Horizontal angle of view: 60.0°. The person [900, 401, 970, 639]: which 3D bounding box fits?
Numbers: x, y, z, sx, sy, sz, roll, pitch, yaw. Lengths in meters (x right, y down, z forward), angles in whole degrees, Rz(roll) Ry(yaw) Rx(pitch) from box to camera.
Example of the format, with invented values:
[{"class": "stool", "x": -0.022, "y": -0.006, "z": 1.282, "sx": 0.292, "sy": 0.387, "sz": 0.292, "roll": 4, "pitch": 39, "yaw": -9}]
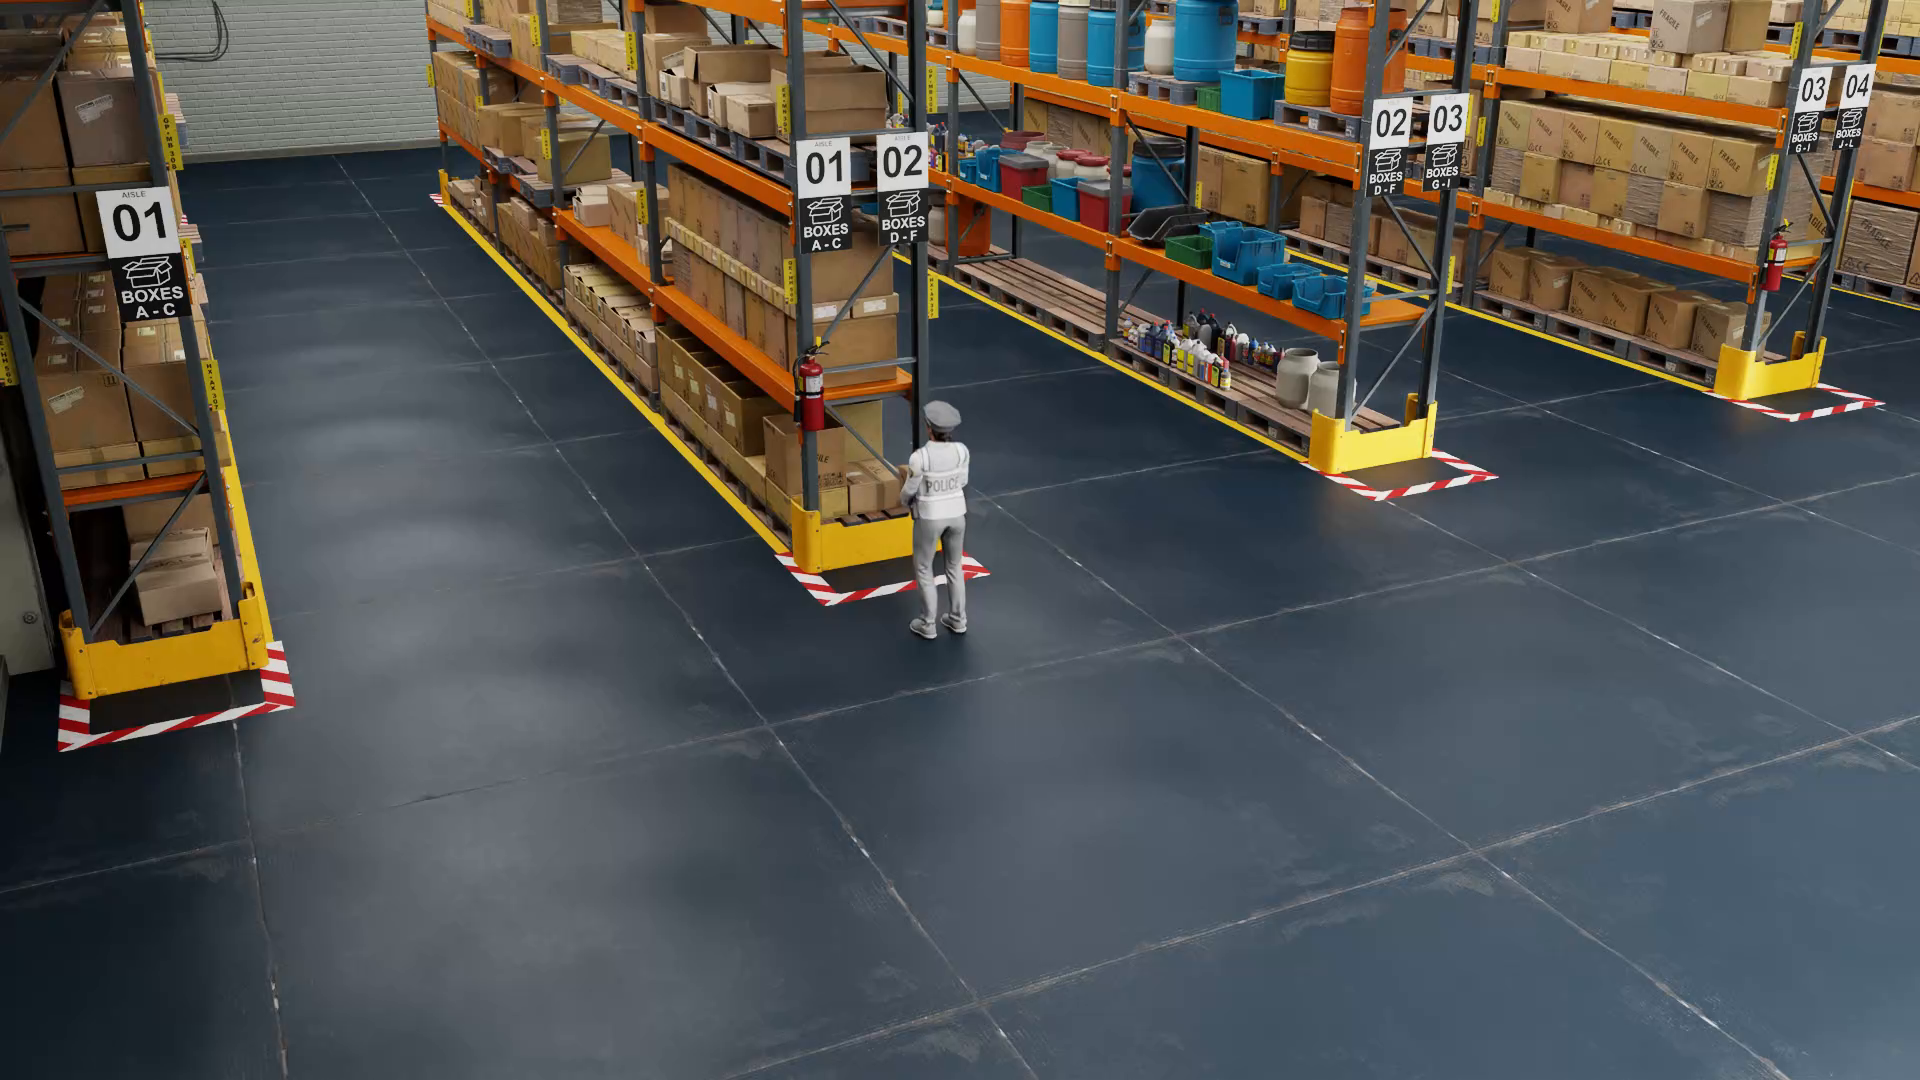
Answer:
[{"class": "person", "x": -0.173, "y": -0.166, "z": 11.376, "sx": 0.459, "sy": 1.687, "sz": 0.554, "roll": -10, "pitch": 24, "yaw": -23}]
